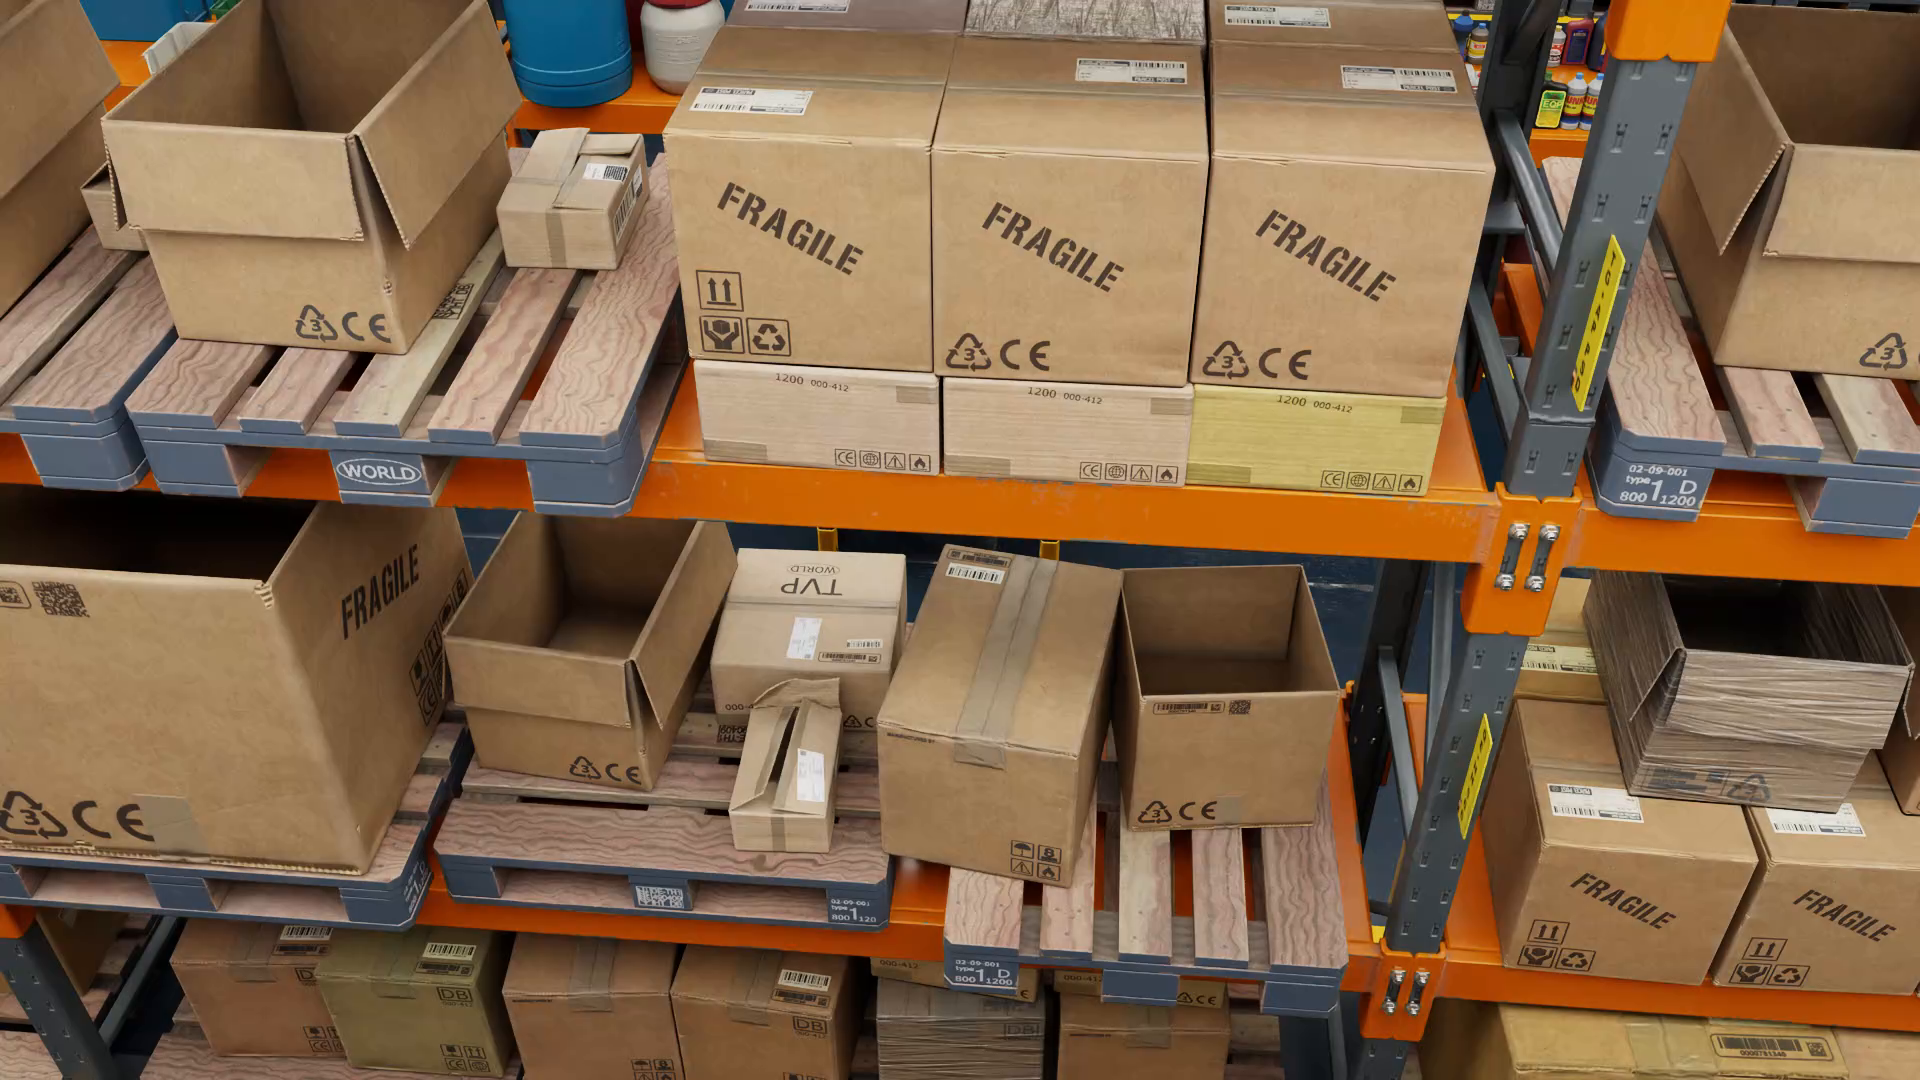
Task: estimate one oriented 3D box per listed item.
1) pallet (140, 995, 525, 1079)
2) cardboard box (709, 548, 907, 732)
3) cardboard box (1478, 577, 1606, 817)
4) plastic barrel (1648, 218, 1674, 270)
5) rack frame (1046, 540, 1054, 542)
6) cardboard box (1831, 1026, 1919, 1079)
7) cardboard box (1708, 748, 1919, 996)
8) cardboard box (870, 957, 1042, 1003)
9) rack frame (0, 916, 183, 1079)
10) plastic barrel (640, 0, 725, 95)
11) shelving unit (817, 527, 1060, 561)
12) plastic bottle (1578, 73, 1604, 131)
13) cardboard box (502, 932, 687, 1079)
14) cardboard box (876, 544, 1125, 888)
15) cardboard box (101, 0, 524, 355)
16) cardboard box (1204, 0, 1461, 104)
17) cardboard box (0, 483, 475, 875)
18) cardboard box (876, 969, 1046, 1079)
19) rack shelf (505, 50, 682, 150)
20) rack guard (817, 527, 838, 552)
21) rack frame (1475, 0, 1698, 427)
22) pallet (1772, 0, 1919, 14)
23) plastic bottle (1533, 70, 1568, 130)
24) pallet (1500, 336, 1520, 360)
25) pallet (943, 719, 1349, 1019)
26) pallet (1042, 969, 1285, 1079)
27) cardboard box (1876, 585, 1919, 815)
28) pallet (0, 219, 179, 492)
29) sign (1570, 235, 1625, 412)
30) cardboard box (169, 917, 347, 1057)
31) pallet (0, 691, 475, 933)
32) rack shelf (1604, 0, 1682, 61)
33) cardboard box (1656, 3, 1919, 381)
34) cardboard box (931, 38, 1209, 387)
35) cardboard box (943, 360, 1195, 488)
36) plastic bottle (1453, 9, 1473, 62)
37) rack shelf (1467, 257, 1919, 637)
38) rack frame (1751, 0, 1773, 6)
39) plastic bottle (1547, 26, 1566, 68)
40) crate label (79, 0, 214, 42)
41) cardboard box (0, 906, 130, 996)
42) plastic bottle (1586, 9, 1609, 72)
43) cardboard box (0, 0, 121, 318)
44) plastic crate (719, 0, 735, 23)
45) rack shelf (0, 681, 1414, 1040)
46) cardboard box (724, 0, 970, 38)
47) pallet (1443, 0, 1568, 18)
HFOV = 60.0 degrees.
[{"bbox_3d":[-1.983,1.529,5.704,1.213,0.211,1.003,3,39,4],"label":"pallet"},{"bbox_3d":[-0.424,0.283,4.812,0.500,0.250,0.500,2,39,3],"label":"cardboard box"},{"bbox_3d":[1.739,0.456,4.734,0.500,0.500,0.500,4,39,5],"label":"cardboard box"},{"bbox_3d":[3.838,-1.637,9.023,0.421,0.512,0.421,0,39,0],"label":"plastic barrel"},{"bbox_3d":[0.421,-0.559,7.248,0.032,1.500,0.500,3,39,4],"label":"rack frame"},{"bbox_3d":[2.800,1.389,5.017,0.875,0.875,1.225,3,39,4],"label":"cardboard box"},{"bbox_3d":[2.201,0.810,4.300,0.500,0.500,0.500,2,39,3],"label":"cardboard box"},{"bbox_3d":[0.027,1.092,5.070,0.500,0.250,0.500,7,40,9],"label":"cardboard box"},{"bbox_3d":[-2.759,0.406,4.875,0.127,3.000,1.000,3,39,4],"label":"rack frame"},{"bbox_3d":[-1.397,-2.571,8.425,0.433,0.535,0.433,0,39,0],"label":"plastic barrel"},{"bbox_3d":[-0.076,-0.586,7.282,1.083,1.500,0.587,3,39,4],"label":"shelving unit"},{"bbox_3d":[3.091,-2.140,8.105,0.097,0.271,0.097,0,39,0],"label":"plastic bottle"},{"bbox_3d":[-1.118,1.320,5.384,0.500,0.500,0.700,0,39,0],"label":"cardboard box"},{"bbox_3d":[0.120,0.451,4.408,0.500,0.500,0.700,9,40,10],"label":"cardboard box"},{"bbox_3d":[-1.360,-0.821,3.592,0.637,0.503,0.797,5,39,6],"label":"cardboard box"},{"bbox_3d":[0.780,-0.959,3.701,0.500,0.500,0.500,3,39,4],"label":"cardboard box"},{"bbox_3d":[-1.979,0.142,4.391,1.000,1.000,1.000,3,39,4],"label":"cardboard box"},{"bbox_3d":[0.003,1.377,5.314,0.500,0.500,0.700,0,39,0],"label":"cardboard box"},{"bbox_3d":[-0.339,-2.321,8.795,4.000,0.370,1.077,3,39,4],"label":"rack shelf"},{"bbox_3d":[-0.572,-0.128,7.710,0.087,0.250,0.587,3,39,4],"label":"rack guard"},{"bbox_3d":[1.226,-1.703,2.713,0.127,3.000,1.000,3,39,4],"label":"rack frame"},{"bbox_3d":[6.754,-4.269,12.827,1.213,0.211,1.003,3,39,4],"label":"pallet"},{"bbox_3d":[2.877,-2.145,8.102,0.133,0.283,0.061,3,39,4],"label":"plastic bottle"},{"bbox_3d":[2.443,-1.393,9.294,1.213,0.211,1.003,3,39,4],"label":"pallet"},{"bbox_3d":[0.507,0.727,4.633,1.003,0.211,1.213,3,39,4],"label":"pallet"},{"bbox_3d":[0.448,1.662,5.541,1.213,0.211,1.003,3,39,4],"label":"pallet"},{"bbox_3d":[2.602,0.284,4.152,0.637,0.503,0.797,4,39,5],"label":"cardboard box"},{"bbox_3d":[-2.153,-0.584,3.864,1.003,0.211,1.213,3,39,4],"label":"pallet"},{"bbox_3d":[1.178,-0.399,3.078,0.005,0.325,0.100,3,39,4],"label":"sign"},{"bbox_3d":[-2.149,1.252,5.467,0.500,0.500,0.700,0,39,0],"label":"cardboard box"},{"bbox_3d":[-2.010,0.614,4.772,1.213,0.211,1.003,3,39,4],"label":"pallet"},{"bbox_3d":[-0.766,-1.377,3.200,4.000,0.370,1.077,3,39,4],"label":"rack shelf"},{"bbox_3d":[1.840,-0.754,3.510,0.637,0.503,0.797,5,39,6],"label":"cardboard box"},{"bbox_3d":[0.218,-0.662,3.335,0.500,0.500,0.500,3,39,4],"label":"cardboard box"},{"bbox_3d":[0.236,-0.371,3.573,0.500,0.250,0.500,3,39,4],"label":"cardboard box"},{"bbox_3d":[2.631,-2.646,8.727,0.097,0.271,0.097,0,39,0],"label":"plastic bottle"},{"bbox_3d":[3.219,-0.151,3.753,4.000,0.370,1.077,3,39,4],"label":"rack shelf"},{"bbox_3d":[6.070,-5.388,11.993,0.127,3.000,1.000,3,39,4],"label":"rack frame"},{"bbox_3d":[3.116,-2.593,8.717,0.097,0.201,0.097,0,39,0],"label":"plastic bottle"},{"bbox_3d":[-4.459,-3.010,9.044,0.616,0.435,0.502,3,39,4],"label":"crate label"},{"bbox_3d":[-3.154,1.166,5.589,0.500,0.500,0.500,2,39,2],"label":"cardboard box"},{"bbox_3d":[3.387,-2.621,8.633,0.185,0.351,0.144,3,39,4],"label":"plastic bottle"},{"bbox_3d":[-2.299,-0.872,3.655,0.637,0.503,0.797,1,39,2],"label":"cardboard box"},{"bbox_3d":[-1.206,-2.838,8.873,0.575,0.384,0.392,3,39,4],"label":"plastic crate"},{"bbox_3d":[-0.766,0.794,4.968,4.000,0.370,1.077,3,39,4],"label":"rack shelf"},{"bbox_3d":[-0.226,-1.012,3.766,0.500,0.500,0.500,2,39,3],"label":"cardboard box"},{"bbox_3d":[4.037,-4.392,12.979,1.213,0.211,1.003,3,39,4],"label":"pallet"}]
